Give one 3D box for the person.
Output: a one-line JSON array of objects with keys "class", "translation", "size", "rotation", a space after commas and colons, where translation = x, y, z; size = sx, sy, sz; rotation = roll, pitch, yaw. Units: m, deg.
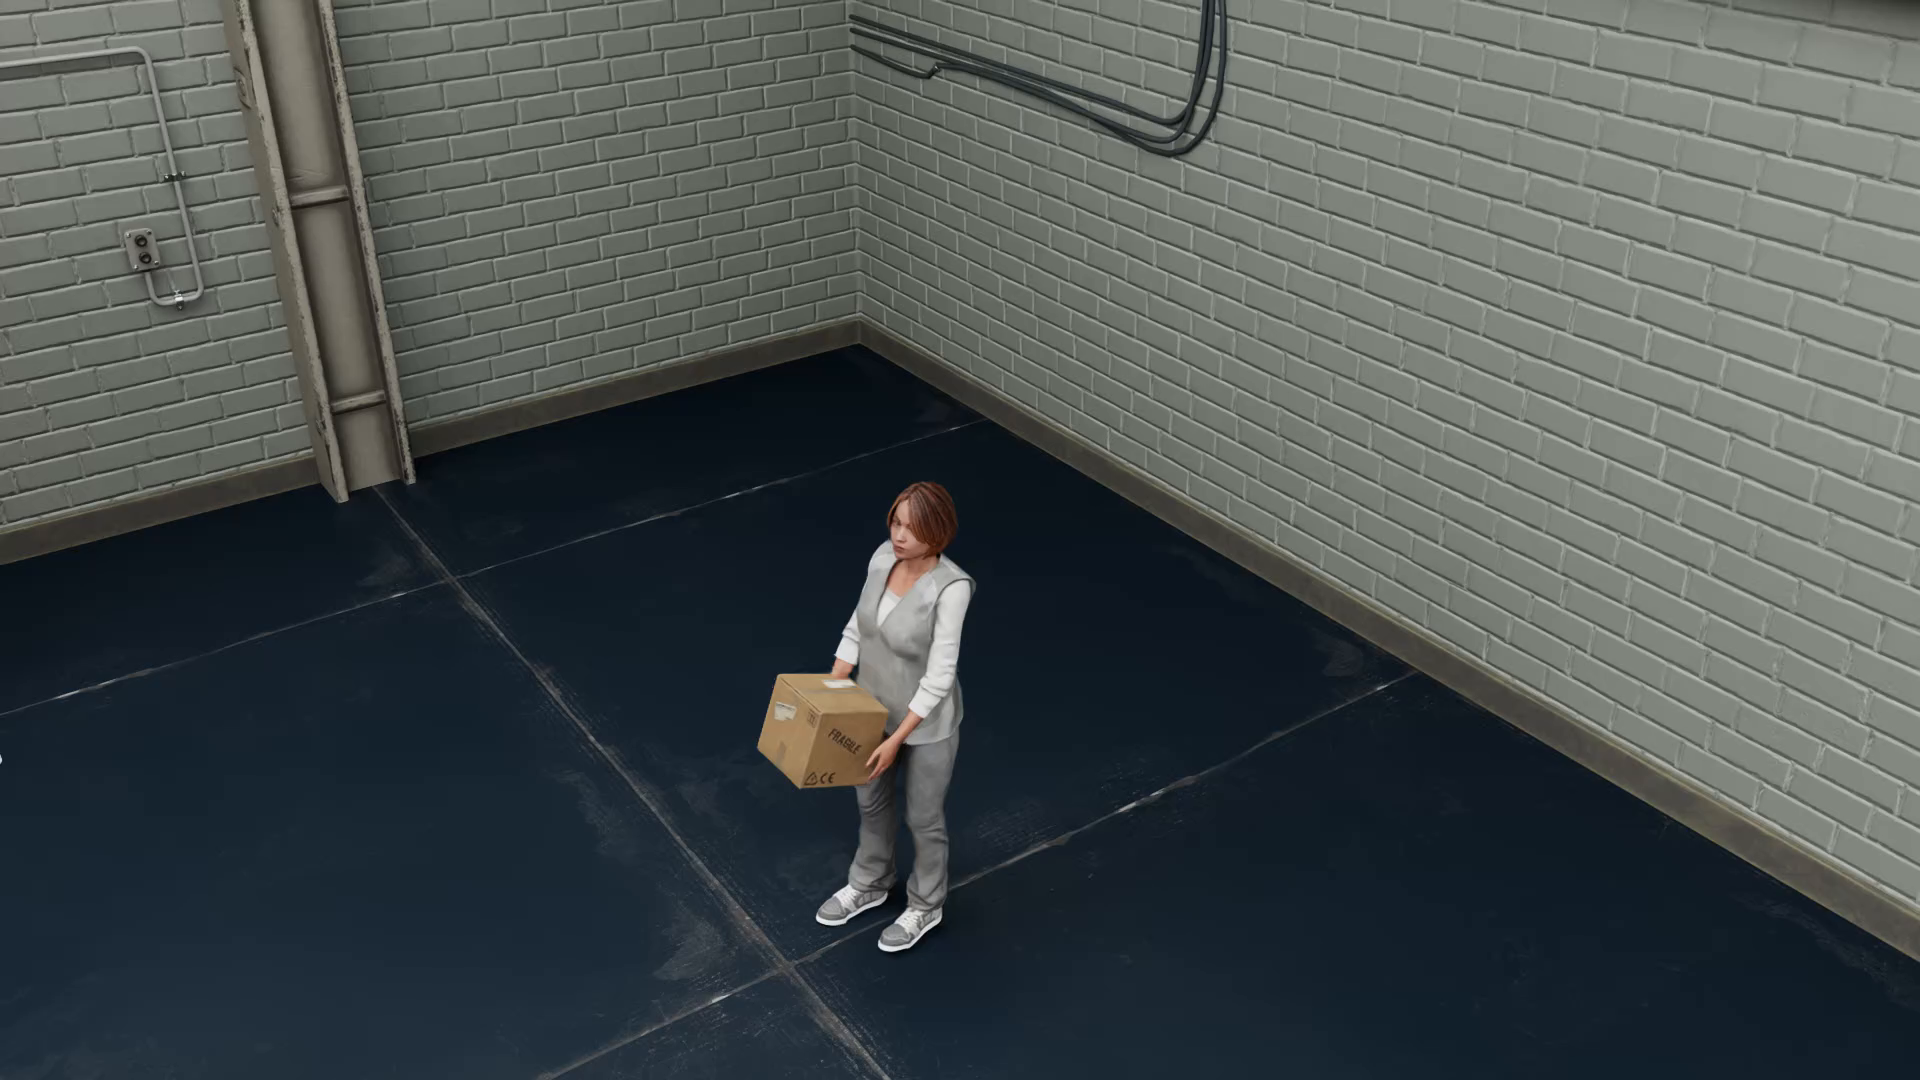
[{"class": "person", "translation": [-0.212, 0.574, 5.093], "size": [0.457, 1.601, 0.458], "rotation": [24, 37, 36]}]
